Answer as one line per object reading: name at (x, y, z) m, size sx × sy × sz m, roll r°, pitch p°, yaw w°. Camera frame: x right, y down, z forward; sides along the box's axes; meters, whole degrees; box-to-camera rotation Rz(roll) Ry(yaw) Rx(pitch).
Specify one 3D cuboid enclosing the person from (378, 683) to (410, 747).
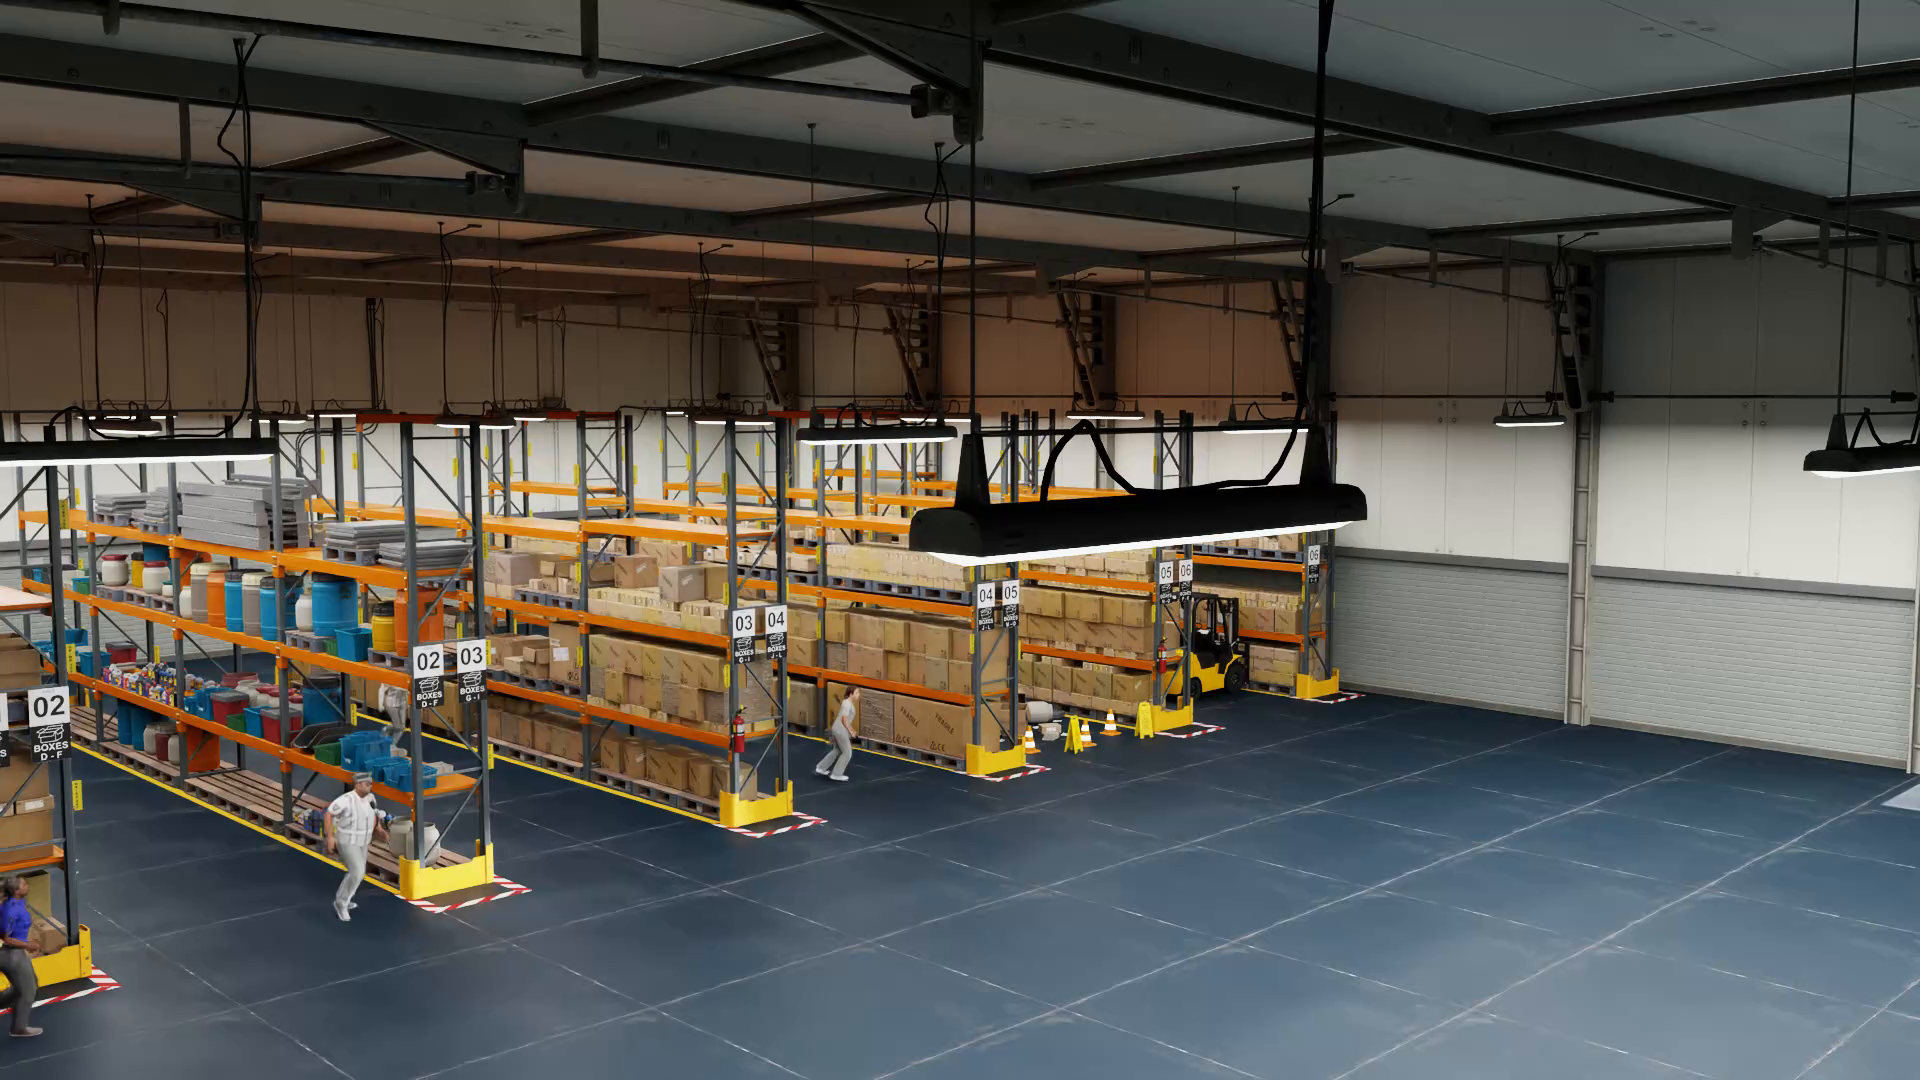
person at (-10.074, 2.958, 29.649) m, size 0.615 × 1.623 × 0.614 m, roll 3°, pitch 6°, yaw 33°

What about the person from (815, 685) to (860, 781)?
person at (-2.018, 3.170, 27.340) m, size 0.735 × 1.606 × 0.568 m, roll -1°, pitch 5°, yaw -7°

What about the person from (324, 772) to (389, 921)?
person at (-7.361, 3.731, 20.285) m, size 0.759 × 1.808 × 0.676 m, roll 2°, pitch 5°, yaw 21°

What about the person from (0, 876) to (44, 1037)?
person at (-9.344, 4.120, 16.348) m, size 0.612 × 1.624 × 0.573 m, roll -3°, pitch 6°, yaw -27°
